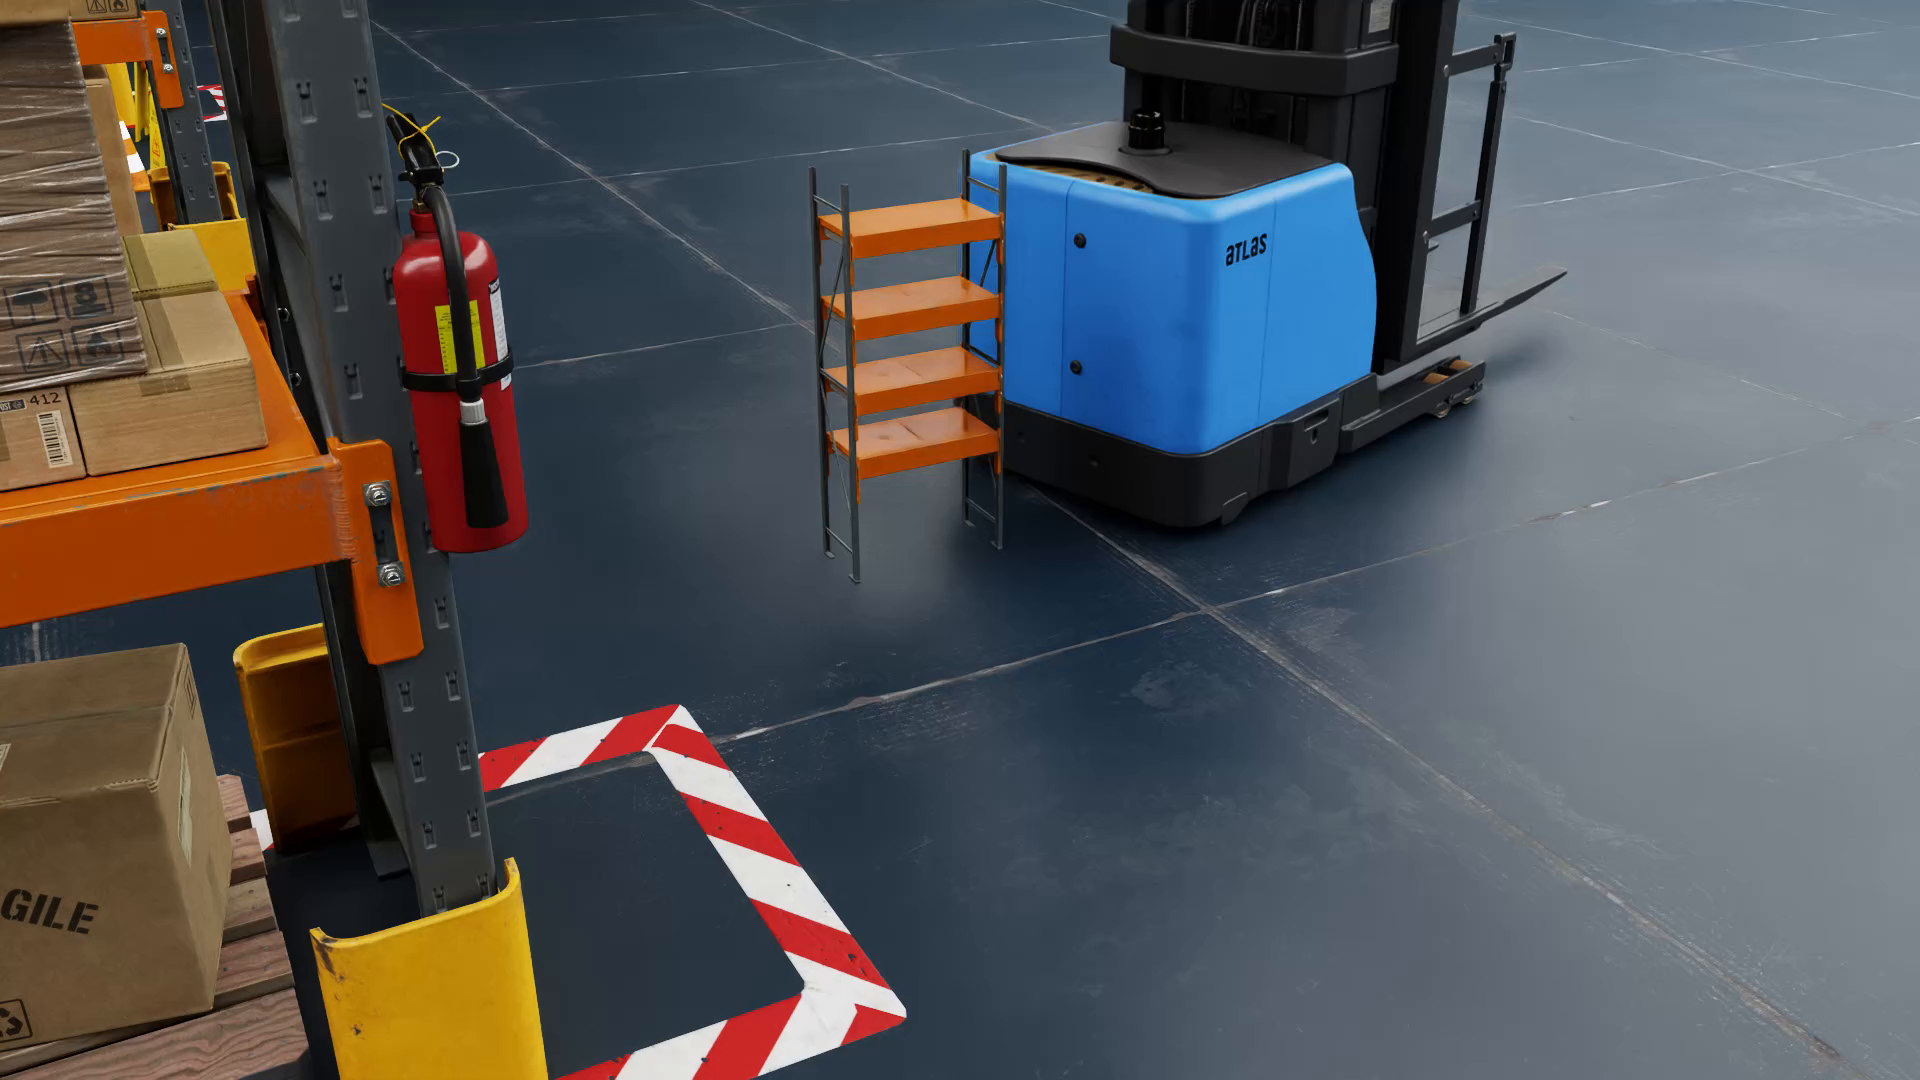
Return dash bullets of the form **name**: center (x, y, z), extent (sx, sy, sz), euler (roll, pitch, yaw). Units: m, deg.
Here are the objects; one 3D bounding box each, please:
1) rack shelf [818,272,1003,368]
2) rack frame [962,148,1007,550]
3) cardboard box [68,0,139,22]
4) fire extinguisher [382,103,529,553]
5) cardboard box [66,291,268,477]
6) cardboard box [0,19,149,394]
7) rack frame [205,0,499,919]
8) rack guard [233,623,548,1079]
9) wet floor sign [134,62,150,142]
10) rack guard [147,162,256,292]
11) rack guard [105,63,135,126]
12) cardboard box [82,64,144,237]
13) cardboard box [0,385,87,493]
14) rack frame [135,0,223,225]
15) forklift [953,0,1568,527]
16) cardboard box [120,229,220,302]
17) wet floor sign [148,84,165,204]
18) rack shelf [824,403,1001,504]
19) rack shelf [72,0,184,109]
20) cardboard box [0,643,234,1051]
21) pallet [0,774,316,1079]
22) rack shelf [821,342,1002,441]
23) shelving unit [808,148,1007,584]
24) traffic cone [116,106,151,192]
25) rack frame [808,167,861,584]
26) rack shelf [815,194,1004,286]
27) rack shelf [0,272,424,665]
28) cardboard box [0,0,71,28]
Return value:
- **rack shelf**: center (-0.146, -0.648, 4.852), extent (0.480, 0.148, 0.258), euler (-13, 29, -25)
- **rack frame**: center (0.069, -0.557, 5.024), extent (0.015, 1.200, 0.240), euler (-13, 29, -25)
- **cardboard box**: center (-3.649, -2.393, 6.595), extent (0.550, 0.550, 0.875), euler (-13, 29, -25)
- **fire extinguisher**: center (-0.780, -0.316, 2.532), extent (0.183, 0.674, 0.296), euler (-13, 29, -25)
- **cardboard box**: center (-1.252, -0.253, 2.602), extent (0.250, 0.149, 0.380), euler (-13, 29, -25)
- **cardboard box**: center (-1.596, -0.581, 2.536), extent (0.500, 0.500, 0.875), euler (-13, 29, -25)
- **rack frame**: center (-1.098, -0.504, 2.833), extent (0.127, 3.000, 1.000), euler (-13, 29, -25)
- **rack guard**: center (-1.165, 0.639, 3.342), extent (0.348, 0.500, 1.175), euler (-13, 29, -25)
- **wet floor sign**: center (-5.090, -2.857, 10.455), extent (0.232, 0.644, 0.267), euler (-4, 26, -7)
- **rack guard**: center (-3.322, -1.296, 7.373), extent (0.348, 0.500, 1.175), euler (-13, 29, -25)
- **rack guard**: center (-5.828, -3.146, 11.225), extent (0.348, 0.500, 1.175), euler (-13, 29, -25)
- **cardboard box**: center (-3.910, -1.486, 6.850), extent (0.875, 0.875, 0.875), euler (-13, 28, -25)
- **cardboard box**: center (-1.473, -0.203, 2.497), extent (0.250, 0.149, 0.380), euler (-13, 29, -25)
- **rack frame**: center (-3.343, -2.418, 6.821), extent (0.127, 3.000, 1.000), euler (-13, 29, -25)
- **forklift**: center (1.348, -1.910, 5.841), extent (1.130, 2.935, 3.031), euler (22, 33, 38)
- **cardboard box**: center (-1.462, -0.423, 2.956), extent (0.250, 0.149, 0.380), euler (-13, 29, -25)
- **wet floor sign**: center (-4.249, -2.119, 8.918), extent (0.232, 0.644, 0.267), euler (-19, 31, -34)
- **rack shelf**: center (-0.146, -0.268, 5.035), extent (0.480, 0.148, 0.258), euler (-13, 29, -25)
- **rack shelf**: center (-5.107, -1.687, 6.129), extent (4.000, 0.370, 1.077), euler (-13, 29, -25)
- **cardboard box**: center (-1.657, 0.555, 3.032), extent (0.500, 0.500, 0.500), euler (-8, 27, -16)
- **pallet**: center (-1.898, 0.921, 3.088), extent (1.213, 0.211, 1.003), euler (-13, 29, -25)
- **rack shelf**: center (-0.146, -0.447, 4.949), extent (0.480, 0.148, 0.258), euler (-13, 29, -25)
- **shelving unit**: center (-0.146, -0.507, 4.920), extent (0.503, 1.200, 0.258), euler (-13, 29, -25)
- **traffic cone**: center (-4.711, -2.210, 9.318), extent (0.334, 0.463, 0.336), euler (-13, 29, -25)
- **rack frame**: center (-0.361, -0.457, 4.817), extent (0.015, 1.200, 0.240), euler (-13, 29, -25)
- **rack shelf**: center (-0.146, -0.861, 4.750), extent (0.480, 0.148, 0.258), euler (-13, 29, -25)
- **rack shelf**: center (-2.863, 0.228, 2.140), extent (4.000, 0.370, 1.077), euler (-13, 29, -25)
- **cardboard box**: center (-1.467, -0.927, 2.101), extent (0.500, 0.500, 0.500), euler (-13, 29, -25)
